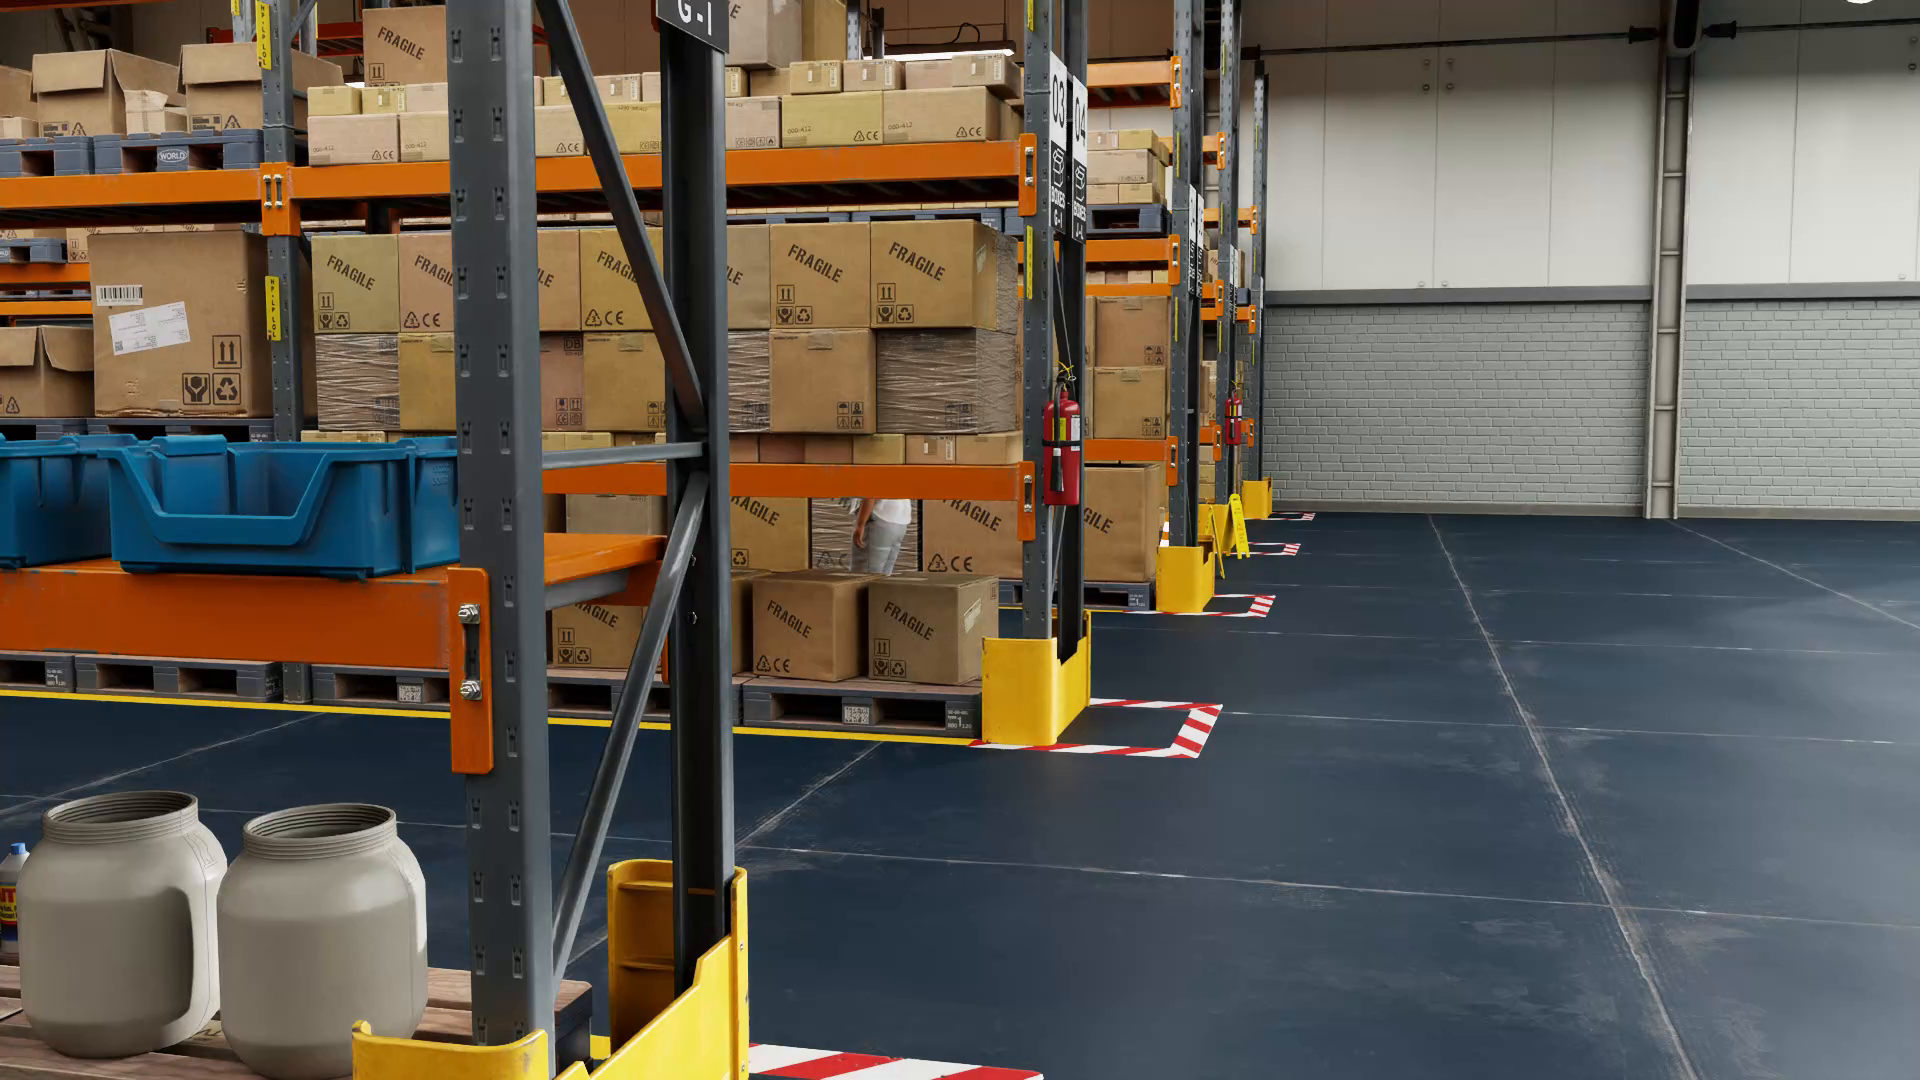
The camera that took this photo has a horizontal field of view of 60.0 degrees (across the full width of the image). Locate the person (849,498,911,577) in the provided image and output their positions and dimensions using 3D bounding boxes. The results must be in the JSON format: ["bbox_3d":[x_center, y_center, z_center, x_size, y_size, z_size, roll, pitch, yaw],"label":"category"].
[{"bbox_3d":[-0.553,-0.100,10.402,0.470,1.666,0.554,1,5,12],"label":"person"}]
